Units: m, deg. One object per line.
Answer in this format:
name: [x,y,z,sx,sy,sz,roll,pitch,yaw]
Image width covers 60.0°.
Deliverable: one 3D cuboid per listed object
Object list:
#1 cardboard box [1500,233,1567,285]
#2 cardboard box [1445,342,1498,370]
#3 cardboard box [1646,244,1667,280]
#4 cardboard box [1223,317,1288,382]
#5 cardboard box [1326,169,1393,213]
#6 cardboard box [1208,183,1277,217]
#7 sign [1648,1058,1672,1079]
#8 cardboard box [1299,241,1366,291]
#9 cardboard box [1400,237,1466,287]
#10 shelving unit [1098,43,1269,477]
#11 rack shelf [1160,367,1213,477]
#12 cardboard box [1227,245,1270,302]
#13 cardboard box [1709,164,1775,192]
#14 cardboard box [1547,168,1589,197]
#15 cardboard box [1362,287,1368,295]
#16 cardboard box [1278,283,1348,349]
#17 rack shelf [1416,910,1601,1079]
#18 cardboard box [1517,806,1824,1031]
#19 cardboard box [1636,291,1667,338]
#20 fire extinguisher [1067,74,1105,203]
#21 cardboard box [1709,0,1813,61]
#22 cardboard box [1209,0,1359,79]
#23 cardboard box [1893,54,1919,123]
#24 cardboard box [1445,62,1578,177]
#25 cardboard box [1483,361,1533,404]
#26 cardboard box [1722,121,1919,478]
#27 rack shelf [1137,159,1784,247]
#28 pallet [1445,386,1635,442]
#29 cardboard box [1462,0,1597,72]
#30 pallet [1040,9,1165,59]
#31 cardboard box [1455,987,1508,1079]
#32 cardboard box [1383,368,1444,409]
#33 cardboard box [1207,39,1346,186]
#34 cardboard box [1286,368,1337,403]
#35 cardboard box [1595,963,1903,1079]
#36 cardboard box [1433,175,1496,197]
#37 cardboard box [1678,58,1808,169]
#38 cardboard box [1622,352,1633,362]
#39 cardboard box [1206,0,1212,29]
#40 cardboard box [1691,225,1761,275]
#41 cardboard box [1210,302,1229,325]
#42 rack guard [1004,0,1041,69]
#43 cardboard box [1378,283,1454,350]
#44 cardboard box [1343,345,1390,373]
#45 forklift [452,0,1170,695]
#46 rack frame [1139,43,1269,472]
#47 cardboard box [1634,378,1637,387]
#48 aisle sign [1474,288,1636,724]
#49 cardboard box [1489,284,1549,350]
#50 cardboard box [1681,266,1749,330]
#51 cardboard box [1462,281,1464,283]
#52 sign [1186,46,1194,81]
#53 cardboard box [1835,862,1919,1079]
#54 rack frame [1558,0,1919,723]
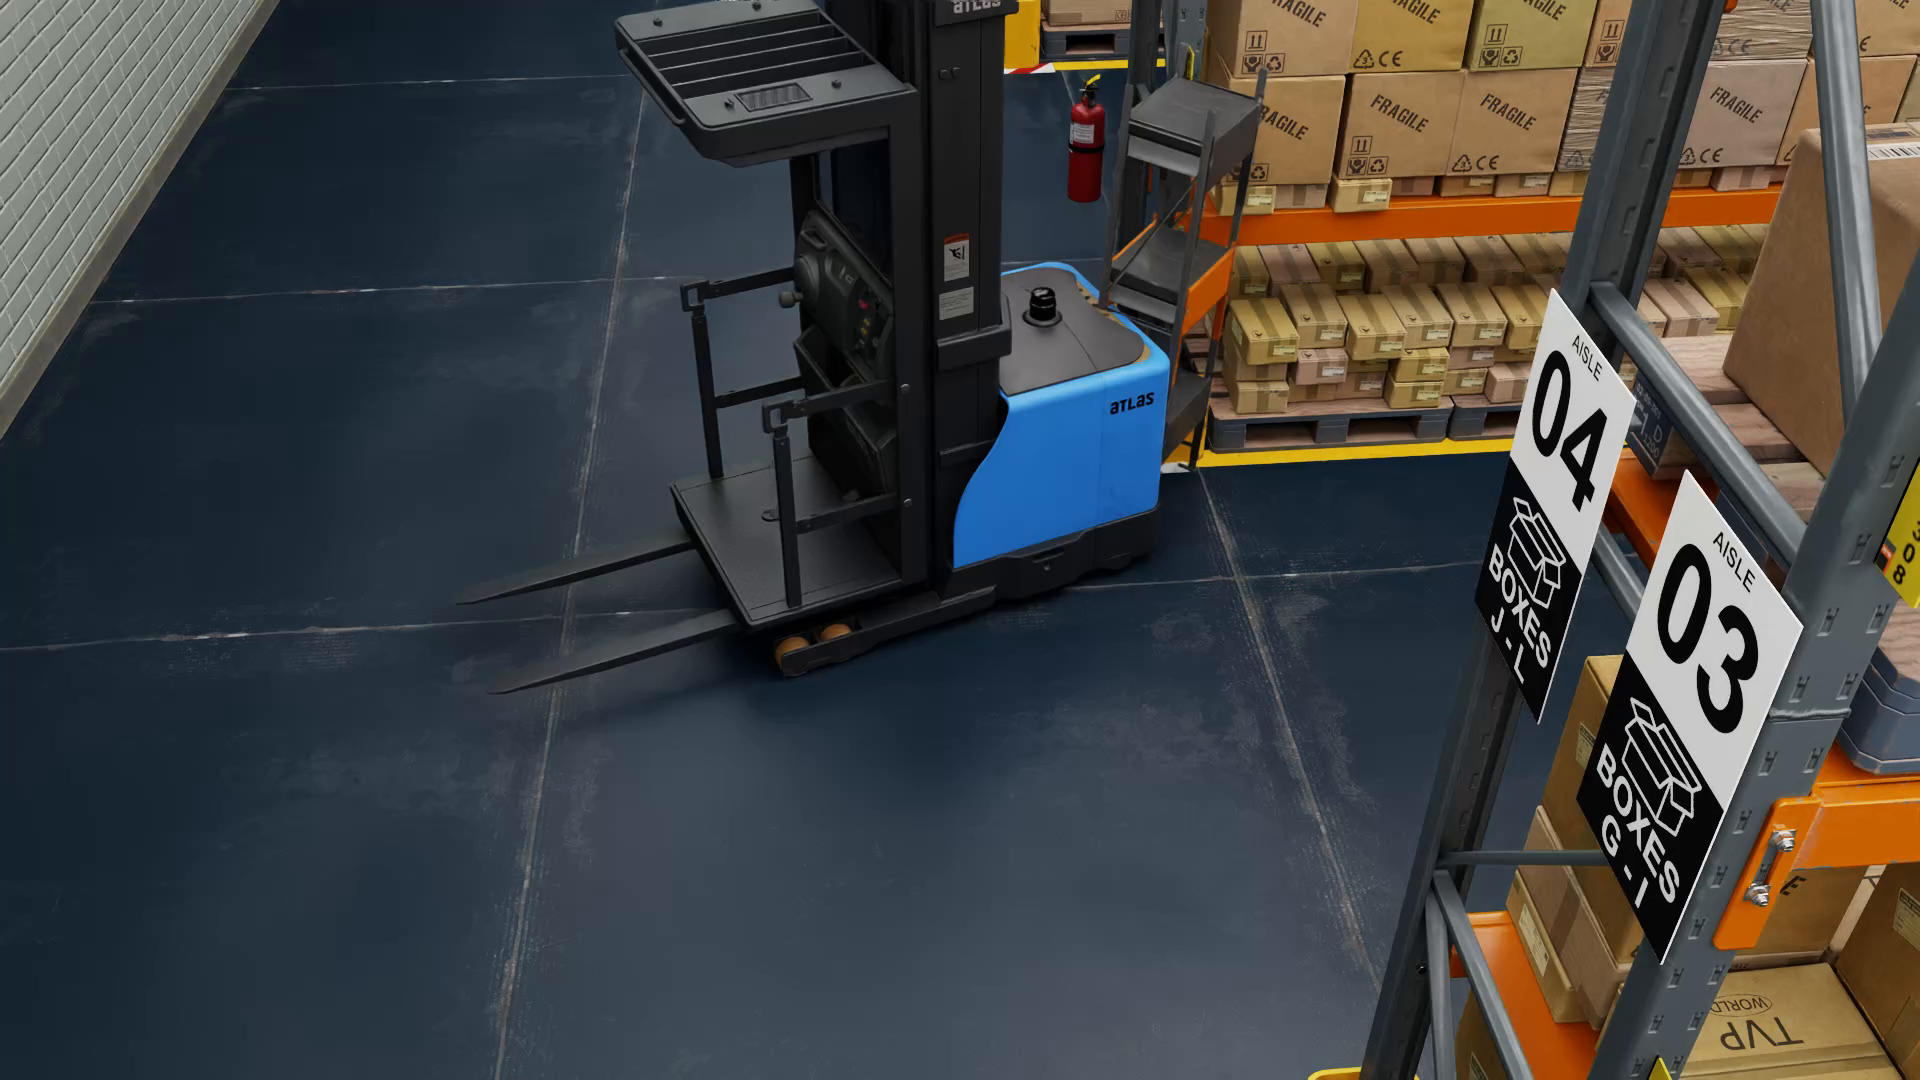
cardboard box: [2.985,-1.457,8.657,0.250,0.149,0.380,-3,38,-4]
cardboard box: [2.501,-1.021,8.344,0.250,0.149,0.380,-5,39,-6]
cardboard box: [3.498,-1.512,8.727,0.250,0.149,0.380,-2,38,-3]
cardboard box: [1.466,-0.952,8.258,0.250,0.149,0.380,-2,38,-2]
cardboard box: [1.795,-1.658,7.632,0.250,0.149,0.380,-4,38,-5]
cardboard box: [1.273,-1.636,7.605,0.250,0.149,0.380,-3,38,-4]
sign: [1.303,1.118,3.148,0.005,0.325,0.100,-3,38,-4]
cardboard box: [1.928,-1.455,8.655,0.250,0.149,0.380,-4,38,-5]
cardboard box: [2.454,-1.479,8.685,0.250,0.149,0.380,-2,38,-2]
shelving unit: [0.907,-1.077,7.399,0.431,2.100,0.503,24,45,22]
rack shelf: [0.871,-0.536,7.864,0.431,0.518,0.480,24,45,22]
cardboard box: [1.426,-1.384,8.565,0.250,0.149,0.380,-3,38,-3]
cardboard box: [3.596,-1.789,7.798,0.250,0.149,0.380,-5,39,-6]
cardboard box: [2.822,-1.753,7.753,0.250,0.149,0.380,-2,38,-2]
cardboard box: [2.216,-1.268,8.658,0.250,0.149,0.380,-4,38,-5]
cardboard box: [1.737,-1.107,8.214,0.250,0.149,0.380,-2,38,-3]
rack shelf: [3.252,1.319,4.237,4.000,0.370,1.077,-3,38,-4]
cardboard box: [1.719,0.898,4.071,0.500,0.250,0.500,-4,38,-5]
cardboard box: [3.281,-1.121,8.232,0.250,0.149,0.380,-4,38,-6]
fire extinguisher: [0.629,-2.014,8.244,0.183,0.674,0.296,-3,38,-4]
cardboard box: [3.436,-2.444,7.298,0.500,0.500,0.500,-2,38,-3]
cardboard box: [1.392,-2.329,7.152,0.500,0.500,0.500,-3,38,-4]
cardboard box: [4.449,-2.094,7.662,0.500,0.500,0.500,-3,38,-4]
cardboard box: [2.413,-1.994,7.535,0.500,0.500,0.500,-3,38,-3]
cardboard box: [2.738,-0.858,8.379,0.250,0.149,0.380,-5,39,-6]
cardboard box: [1.773,-0.336,2.832,0.500,0.500,0.700,-5,39,-7]
rack shelf: [2.913,-1.747,8.123,4.000,0.370,1.077,-3,38,-4]
pallet: [3.022,-0.917,8.741,1.213,0.211,1.003,-3,38,-4]
cardboard box: [2.414,-2.375,7.211,0.500,0.500,0.500,-4,38,-5]
pallet: [1.172,-3.965,12.605,1.213,0.211,1.003,-3,38,-4]
cardboard box: [1.890,1.731,4.511,0.875,0.875,0.875,-3,38,-4]
cardboard box: [2.236,-0.826,8.337,0.250,0.149,0.380,-3,38,-3]
cardboard box: [1.393,-1.930,7.453,0.500,0.500,0.500,-1,38,-2]
cardboard box: [1.725,-0.861,8.382,0.250,0.149,0.380,-3,38,-4]
cardboard box: [1.762,1.229,3.652,0.500,0.250,0.500,-4,38,-5]
cardboard box: [2.314,-1.756,7.757,0.250,0.149,0.380,-4,38,-4]
cardboard box: [3.436,-2.040,7.593,0.500,0.500,0.500,-3,38,-4]
cardboard box: [3.307,-1.058,8.392,0.250,0.149,0.380,-5,39,-6]
cardboard box: [1.355,-2.647,7.555,0.500,0.500,0.500,-4,38,-5]
cardboard box: [4.017,-1.504,8.717,0.250,0.149,0.380,-4,38,-5]
cardboard box: [1.422,-1.287,8.682,0.250,0.149,0.380,-4,38,-5]
rack guard: [0.358,-3.985,12.397,0.348,0.500,1.175,-3,38,-4]
cardboard box: [2.239,-1.107,8.213,0.250,0.149,0.380,-5,39,-6]
cardboard box: [1.980,-1.000,8.319,0.250,0.149,0.380,-3,38,-3]
forklift: [-0.654,-0.951,6.589,3.031,2.935,1.130,-16,41,-20]
rack frame: [1.038,-1.206,7.560,0.400,2.100,0.015,24,45,22]
cardboard box: [3.514,-0.896,8.427,0.250,0.149,0.380,-3,38,-4]
aisle sign: [1.162,-0.055,3.300,0.004,0.787,0.394,-3,38,-4]
cardboard box: [2.782,-1.102,8.208,0.250,0.149,0.380,-3,38,-3]
cardboard box: [3.810,-1.215,8.351,0.250,0.149,0.380,-2,38,-2]
cardboard box: [2.711,-1.356,8.769,0.250,0.149,0.380,-1,38,-2]
sign: [0.969,-1.925,7.069,0.005,0.325,0.100,-3,38,-4]
cardboard box: [2.260,0.907,3.455,0.500,0.500,0.500,-4,38,-5]
rack frame: [1.260,-1.209,2.017,0.127,3.000,1.000,-3,38,-4]
